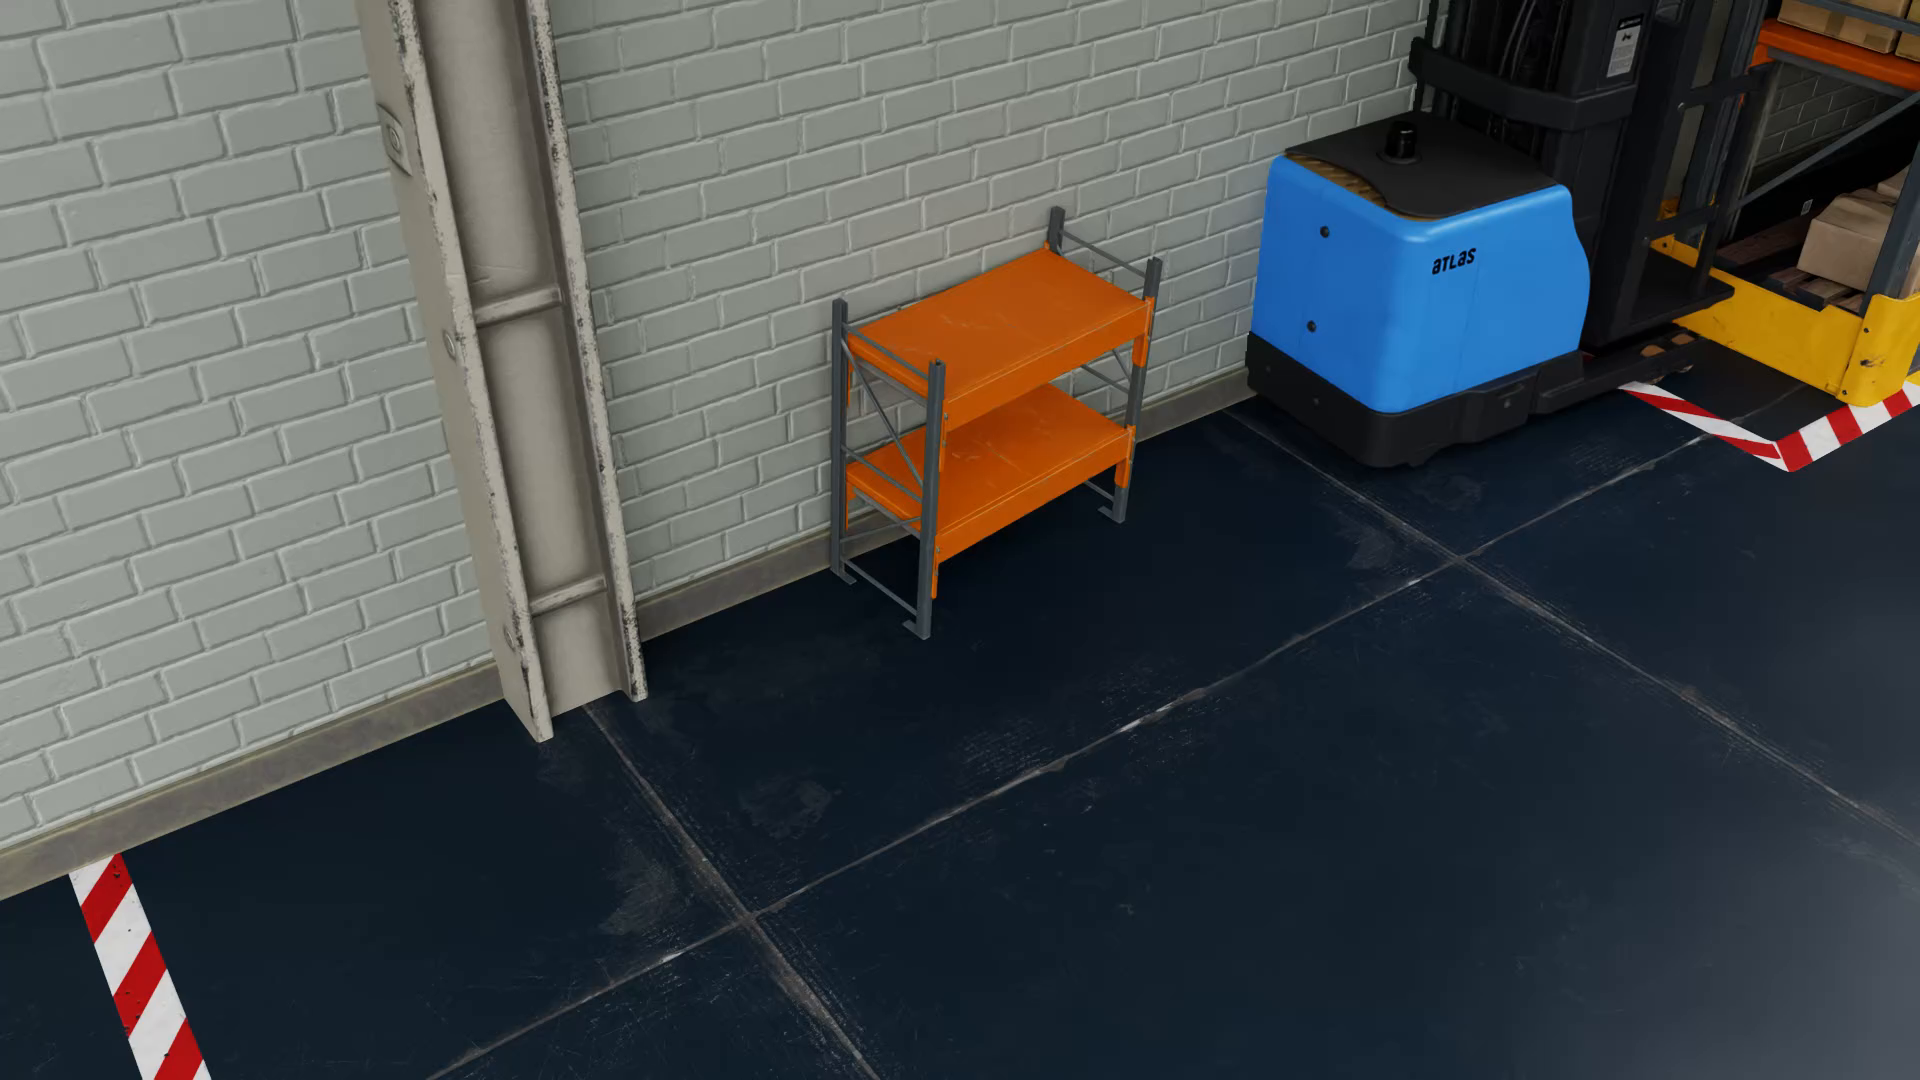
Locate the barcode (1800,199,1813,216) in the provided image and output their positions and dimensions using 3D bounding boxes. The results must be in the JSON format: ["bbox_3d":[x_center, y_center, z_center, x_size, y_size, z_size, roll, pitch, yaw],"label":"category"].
[{"bbox_3d":[3.950,-1.552,7.758,0.075,0.075,0.001,-22,41,-28],"label":"barcode"}]

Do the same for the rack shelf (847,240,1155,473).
[{"bbox_3d":[0.126,-0.648,5.657,1.000,0.278,0.538,-29,49,-34],"label":"rack shelf"}]

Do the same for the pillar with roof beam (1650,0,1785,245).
[{"bbox_3d":[6.102,-3.104,2.859,0.400,9.000,9.100,-22,41,-28],"label":"pillar with roof beam"}]

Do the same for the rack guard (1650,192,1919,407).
[{"bbox_3d":[3.610,-1.086,7.331,0.348,0.500,1.175,-22,41,-28],"label":"rack guard"}]

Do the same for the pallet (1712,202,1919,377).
[{"bbox_3d":[4.295,-1.225,7.772,1.213,0.211,1.003,-22,41,-28],"label":"pallet"}]

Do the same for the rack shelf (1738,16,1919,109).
[{"bbox_3d":[5.183,-2.456,7.711,4.000,0.370,1.077,-22,41,-28],"label":"rack shelf"}]

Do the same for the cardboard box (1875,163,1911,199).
[{"bbox_3d":[4.632,-1.544,7.753,0.500,0.311,0.500,-19,40,-24],"label":"cardboard box"}]

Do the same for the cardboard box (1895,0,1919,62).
[{"bbox_3d":[4.130,-2.035,6.622,0.500,0.250,0.500,-24,42,-29],"label":"cardboard box"}]

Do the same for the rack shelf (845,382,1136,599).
[{"bbox_3d":[0.096,-0.230,5.993,1.000,0.278,0.538,-29,49,-34],"label":"rack shelf"}]

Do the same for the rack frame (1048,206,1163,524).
[{"bbox_3d":[0.476,-0.625,6.127,0.032,1.125,0.500,-29,49,-34],"label":"rack frame"}]

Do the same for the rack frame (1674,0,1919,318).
[{"bbox_3d":[3.548,-2.075,6.566,0.127,3.000,1.000,-22,41,-28],"label":"rack frame"}]

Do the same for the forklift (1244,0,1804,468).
[{"bbox_3d":[2.651,-2.108,6.671,3.031,2.935,1.130,-19,40,-25],"label":"forklift"}]

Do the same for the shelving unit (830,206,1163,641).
[{"bbox_3d":[0.110,-0.420,5.840,1.048,1.125,0.538,-29,49,-34],"label":"shelving unit"}]

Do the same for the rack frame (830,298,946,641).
[{"bbox_3d":[-0.257,-0.215,5.553,0.032,1.125,0.500,-29,49,-34],"label":"rack frame"}]

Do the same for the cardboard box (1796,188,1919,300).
[{"bbox_3d":[4.166,-1.352,7.487,0.500,0.311,0.500,-28,44,-33],"label":"cardboard box"}]

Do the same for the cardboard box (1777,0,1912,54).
[{"bbox_3d":[3.819,-2.272,6.951,0.500,0.250,0.500,-22,41,-27],"label":"cardboard box"}]

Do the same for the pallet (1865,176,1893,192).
[{"bbox_3d":[5.291,-1.633,8.339,1.213,0.211,1.003,-22,41,-28],"label":"pallet"}]
